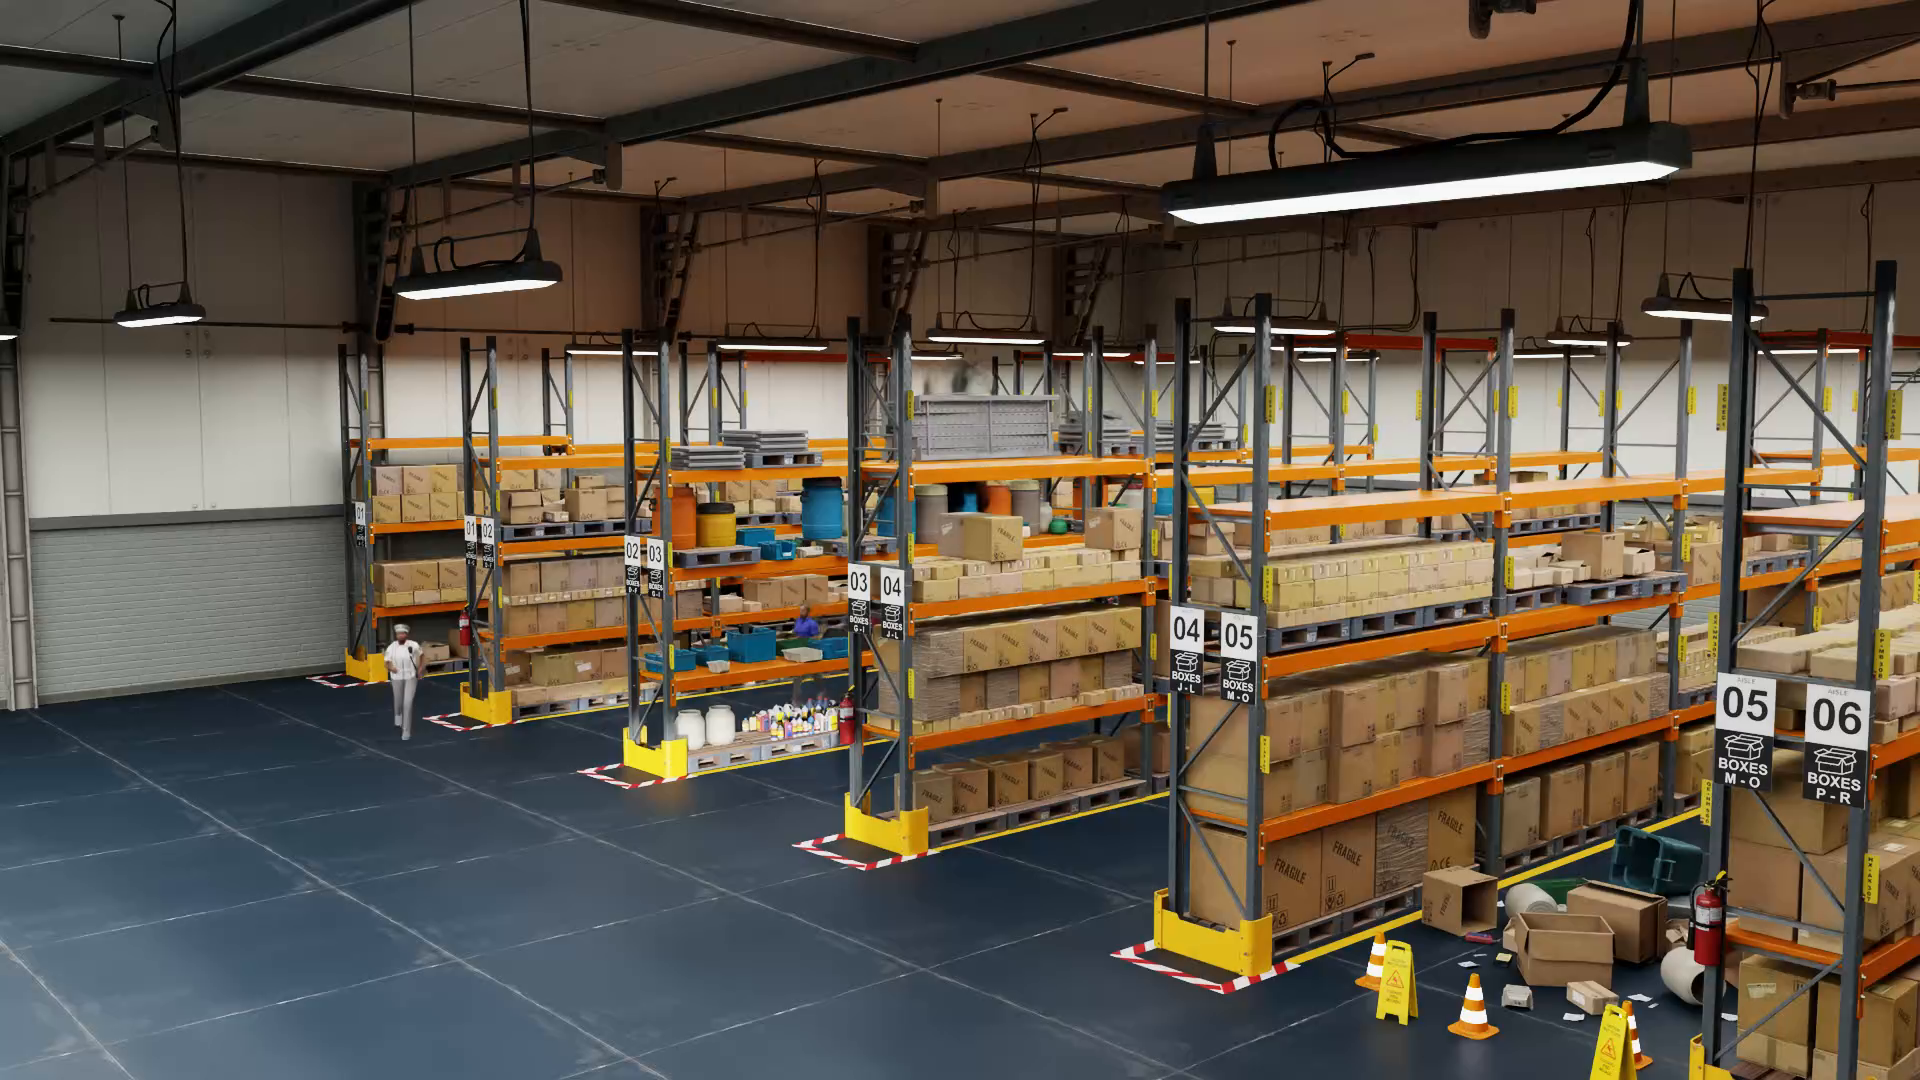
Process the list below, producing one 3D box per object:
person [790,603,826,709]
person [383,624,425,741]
[{"bbox_3d":[-2.515,1.873,27.336,0.559,1.683,0.882,3,6,27],"label":"person"},{"bbox_3d":[-8.342,2.091,24.992,0.588,1.710,0.914,-1,5,-13],"label":"person"}]
